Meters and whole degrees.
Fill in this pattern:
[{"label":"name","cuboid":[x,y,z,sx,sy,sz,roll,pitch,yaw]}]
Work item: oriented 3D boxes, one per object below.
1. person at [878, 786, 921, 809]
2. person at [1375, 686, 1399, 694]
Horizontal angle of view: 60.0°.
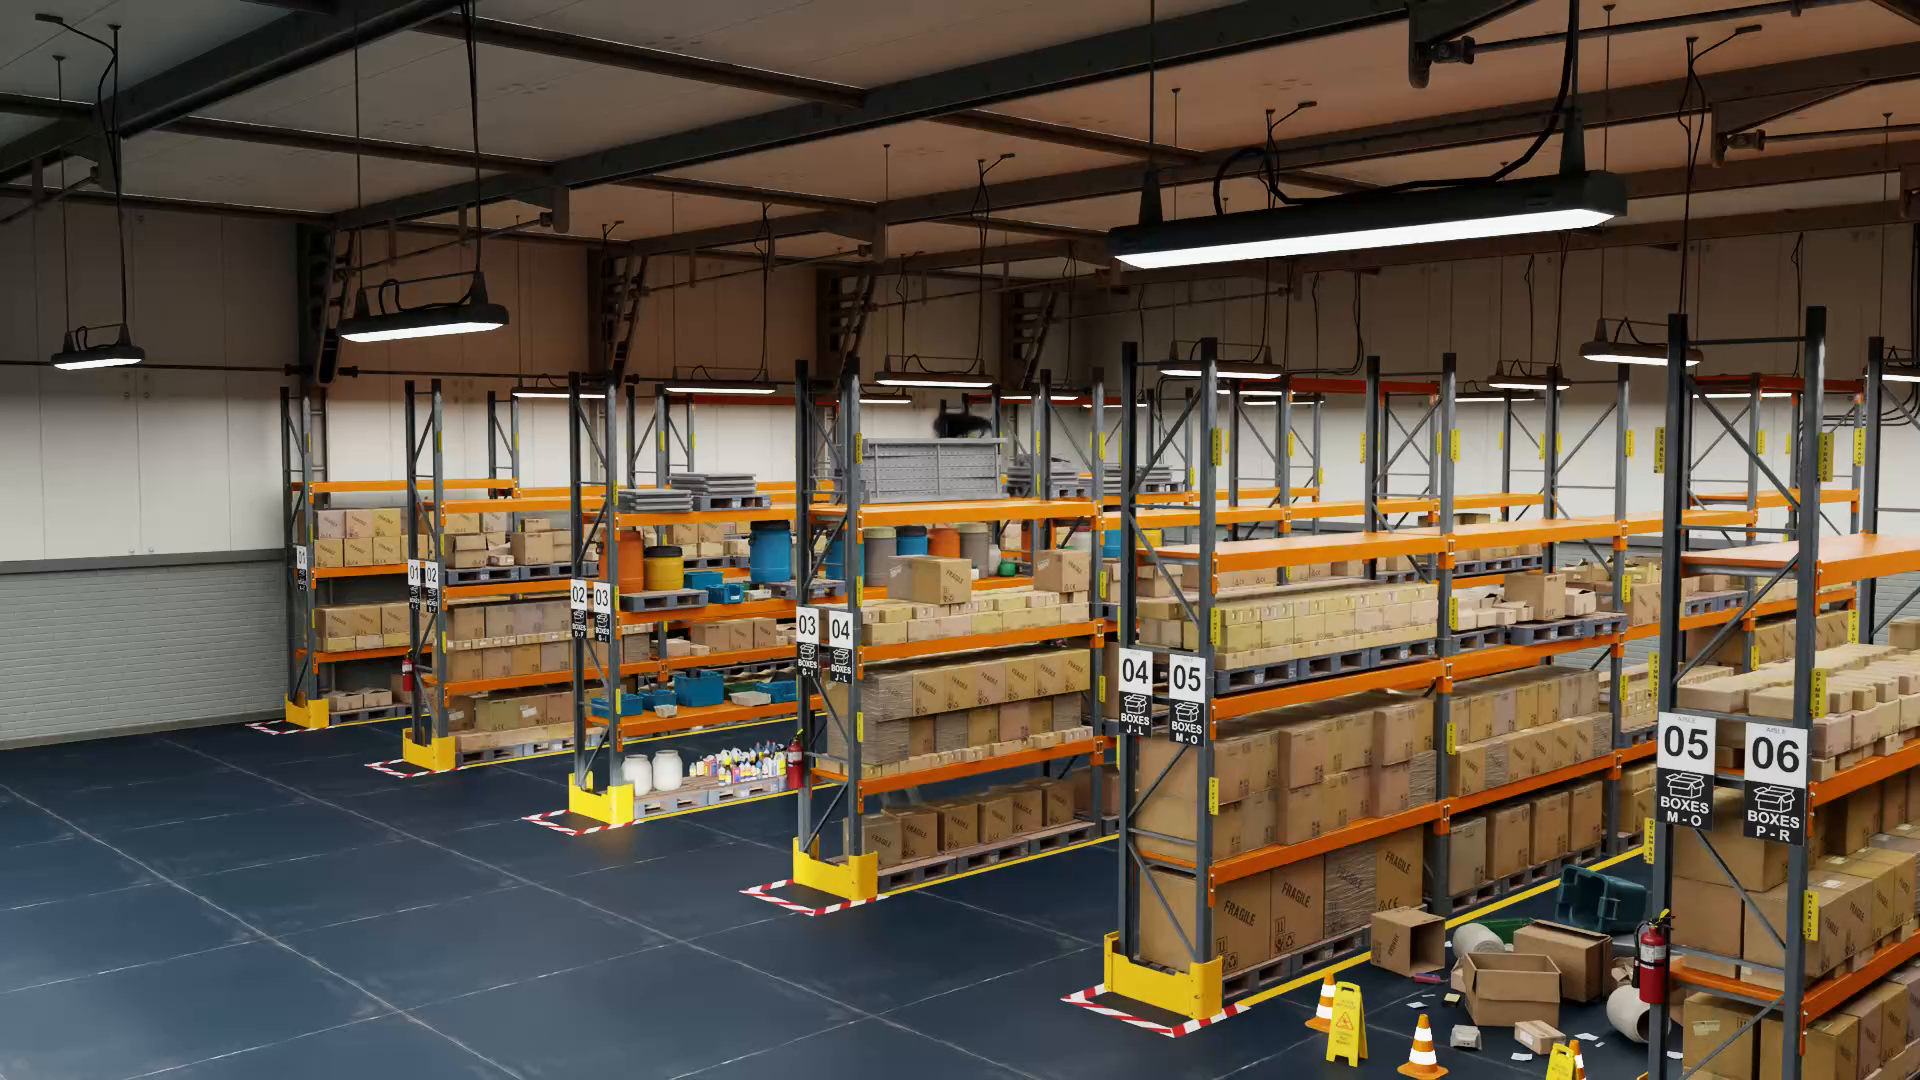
[{"label":"person","cuboid":[-0.836,2.925,22.113,0.602,1.650,0.885,3,5,43]},{"label":"person","cuboid":[6.247,2.762,24.080,0.941,1.767,0.649,-3,5,-38]}]
